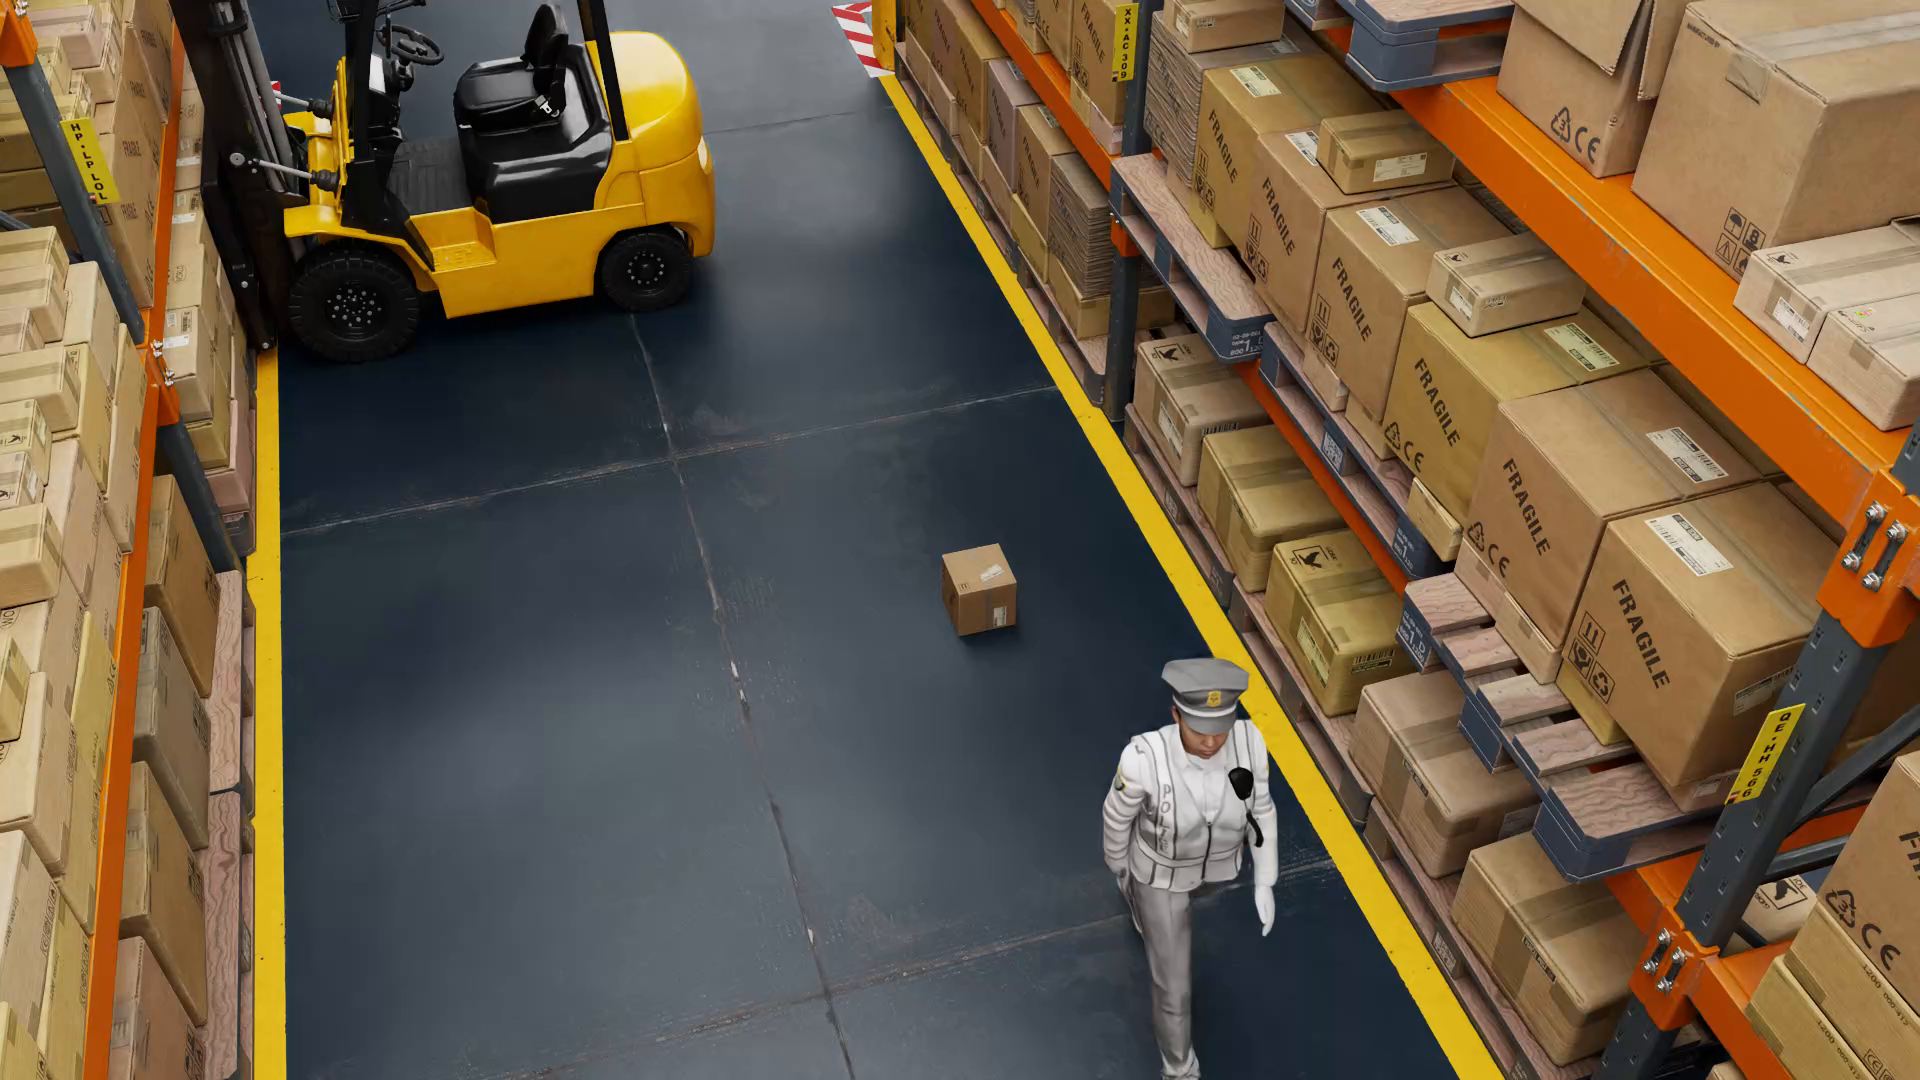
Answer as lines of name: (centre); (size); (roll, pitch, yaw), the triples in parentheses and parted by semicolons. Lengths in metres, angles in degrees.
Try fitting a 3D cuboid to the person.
person: (0.706, 0.980, 5.060); (0.490, 1.630, 1.028); (-12, 44, -13)
